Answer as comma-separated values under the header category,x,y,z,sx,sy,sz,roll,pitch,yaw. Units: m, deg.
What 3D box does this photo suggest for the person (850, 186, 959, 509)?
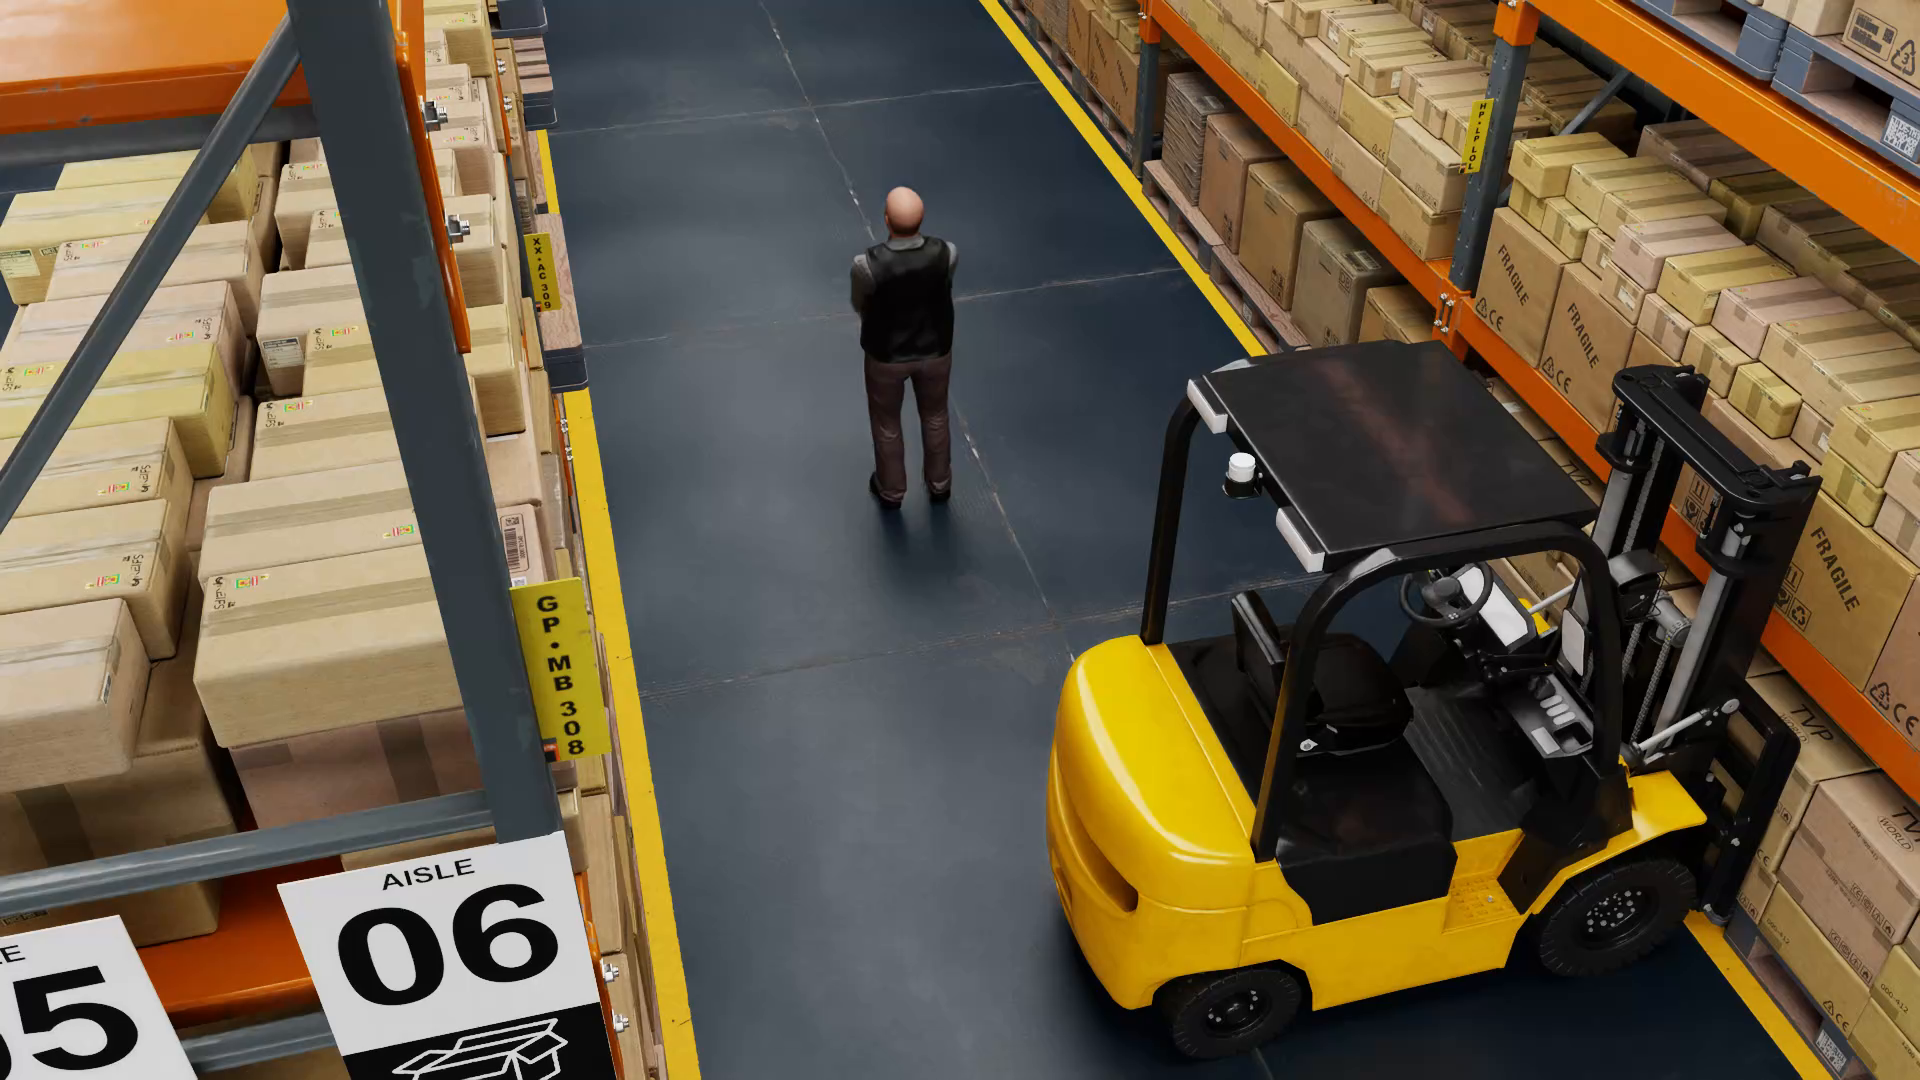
category,x,y,z,sx,sy,sz,roll,pitch,yaw
person,-0.281,-0.947,7.949,0.501,1.722,0.548,-9,39,-12
